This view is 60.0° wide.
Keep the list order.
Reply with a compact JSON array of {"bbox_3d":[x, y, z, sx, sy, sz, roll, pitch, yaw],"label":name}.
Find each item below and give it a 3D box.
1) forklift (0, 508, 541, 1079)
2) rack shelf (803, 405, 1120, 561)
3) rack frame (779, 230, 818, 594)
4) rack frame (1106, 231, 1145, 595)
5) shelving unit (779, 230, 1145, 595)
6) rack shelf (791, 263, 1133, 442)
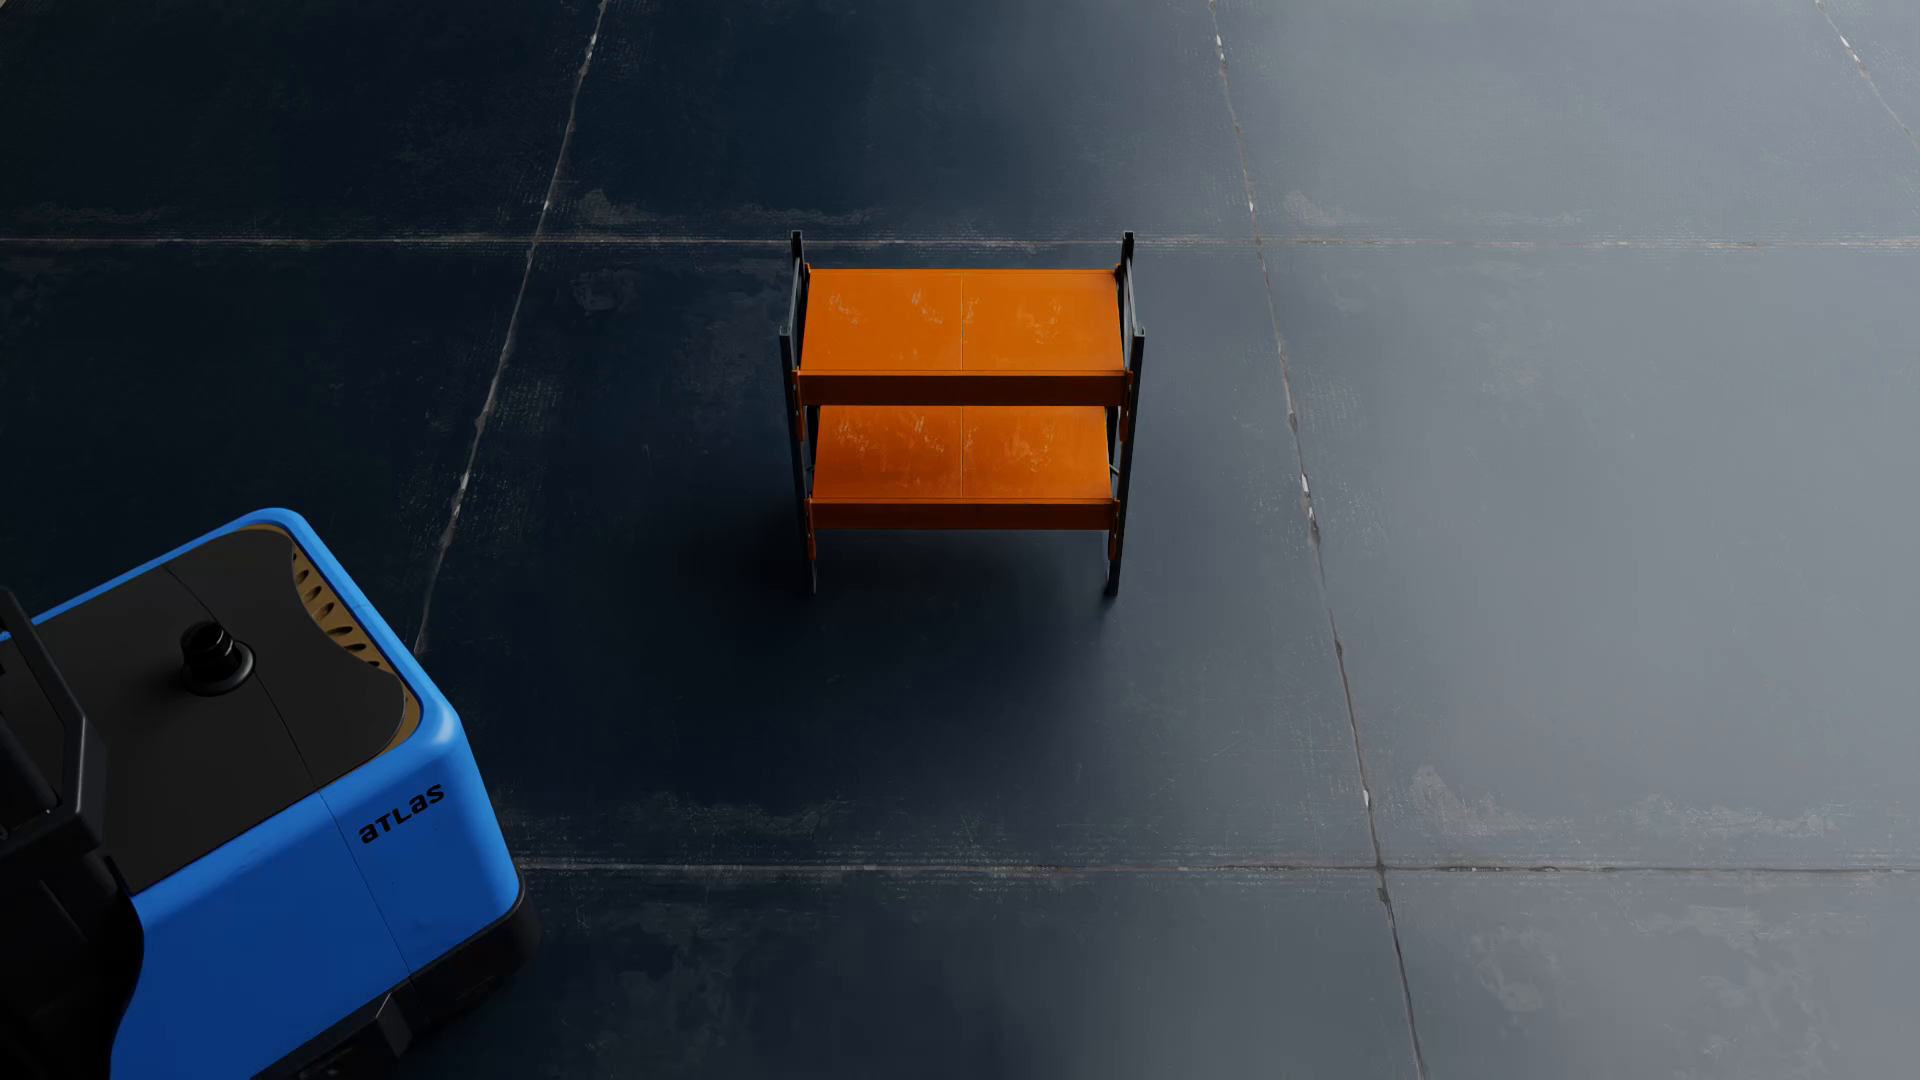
[{"bbox_3d":[-2.619,0.585,3.203,3.031,2.935,1.130,-32,55,-26],"label":"forklift"},{"bbox_3d":[0.007,-0.217,5.517,1.000,0.278,0.538,0,47,0],"label":"rack shelf"},{"bbox_3d":[-0.502,-0.385,5.340,0.032,1.125,0.500,0,47,0],"label":"rack frame"},{"bbox_3d":[0.515,-0.382,5.337,0.032,1.125,0.500,0,47,0],"label":"rack frame"},{"bbox_3d":[0.007,-0.383,5.338,1.048,1.125,0.538,0,47,0],"label":"shelving unit"},{"bbox_3d":[0.007,-0.583,5.124,1.000,0.278,0.538,0,47,0],"label":"rack shelf"}]
